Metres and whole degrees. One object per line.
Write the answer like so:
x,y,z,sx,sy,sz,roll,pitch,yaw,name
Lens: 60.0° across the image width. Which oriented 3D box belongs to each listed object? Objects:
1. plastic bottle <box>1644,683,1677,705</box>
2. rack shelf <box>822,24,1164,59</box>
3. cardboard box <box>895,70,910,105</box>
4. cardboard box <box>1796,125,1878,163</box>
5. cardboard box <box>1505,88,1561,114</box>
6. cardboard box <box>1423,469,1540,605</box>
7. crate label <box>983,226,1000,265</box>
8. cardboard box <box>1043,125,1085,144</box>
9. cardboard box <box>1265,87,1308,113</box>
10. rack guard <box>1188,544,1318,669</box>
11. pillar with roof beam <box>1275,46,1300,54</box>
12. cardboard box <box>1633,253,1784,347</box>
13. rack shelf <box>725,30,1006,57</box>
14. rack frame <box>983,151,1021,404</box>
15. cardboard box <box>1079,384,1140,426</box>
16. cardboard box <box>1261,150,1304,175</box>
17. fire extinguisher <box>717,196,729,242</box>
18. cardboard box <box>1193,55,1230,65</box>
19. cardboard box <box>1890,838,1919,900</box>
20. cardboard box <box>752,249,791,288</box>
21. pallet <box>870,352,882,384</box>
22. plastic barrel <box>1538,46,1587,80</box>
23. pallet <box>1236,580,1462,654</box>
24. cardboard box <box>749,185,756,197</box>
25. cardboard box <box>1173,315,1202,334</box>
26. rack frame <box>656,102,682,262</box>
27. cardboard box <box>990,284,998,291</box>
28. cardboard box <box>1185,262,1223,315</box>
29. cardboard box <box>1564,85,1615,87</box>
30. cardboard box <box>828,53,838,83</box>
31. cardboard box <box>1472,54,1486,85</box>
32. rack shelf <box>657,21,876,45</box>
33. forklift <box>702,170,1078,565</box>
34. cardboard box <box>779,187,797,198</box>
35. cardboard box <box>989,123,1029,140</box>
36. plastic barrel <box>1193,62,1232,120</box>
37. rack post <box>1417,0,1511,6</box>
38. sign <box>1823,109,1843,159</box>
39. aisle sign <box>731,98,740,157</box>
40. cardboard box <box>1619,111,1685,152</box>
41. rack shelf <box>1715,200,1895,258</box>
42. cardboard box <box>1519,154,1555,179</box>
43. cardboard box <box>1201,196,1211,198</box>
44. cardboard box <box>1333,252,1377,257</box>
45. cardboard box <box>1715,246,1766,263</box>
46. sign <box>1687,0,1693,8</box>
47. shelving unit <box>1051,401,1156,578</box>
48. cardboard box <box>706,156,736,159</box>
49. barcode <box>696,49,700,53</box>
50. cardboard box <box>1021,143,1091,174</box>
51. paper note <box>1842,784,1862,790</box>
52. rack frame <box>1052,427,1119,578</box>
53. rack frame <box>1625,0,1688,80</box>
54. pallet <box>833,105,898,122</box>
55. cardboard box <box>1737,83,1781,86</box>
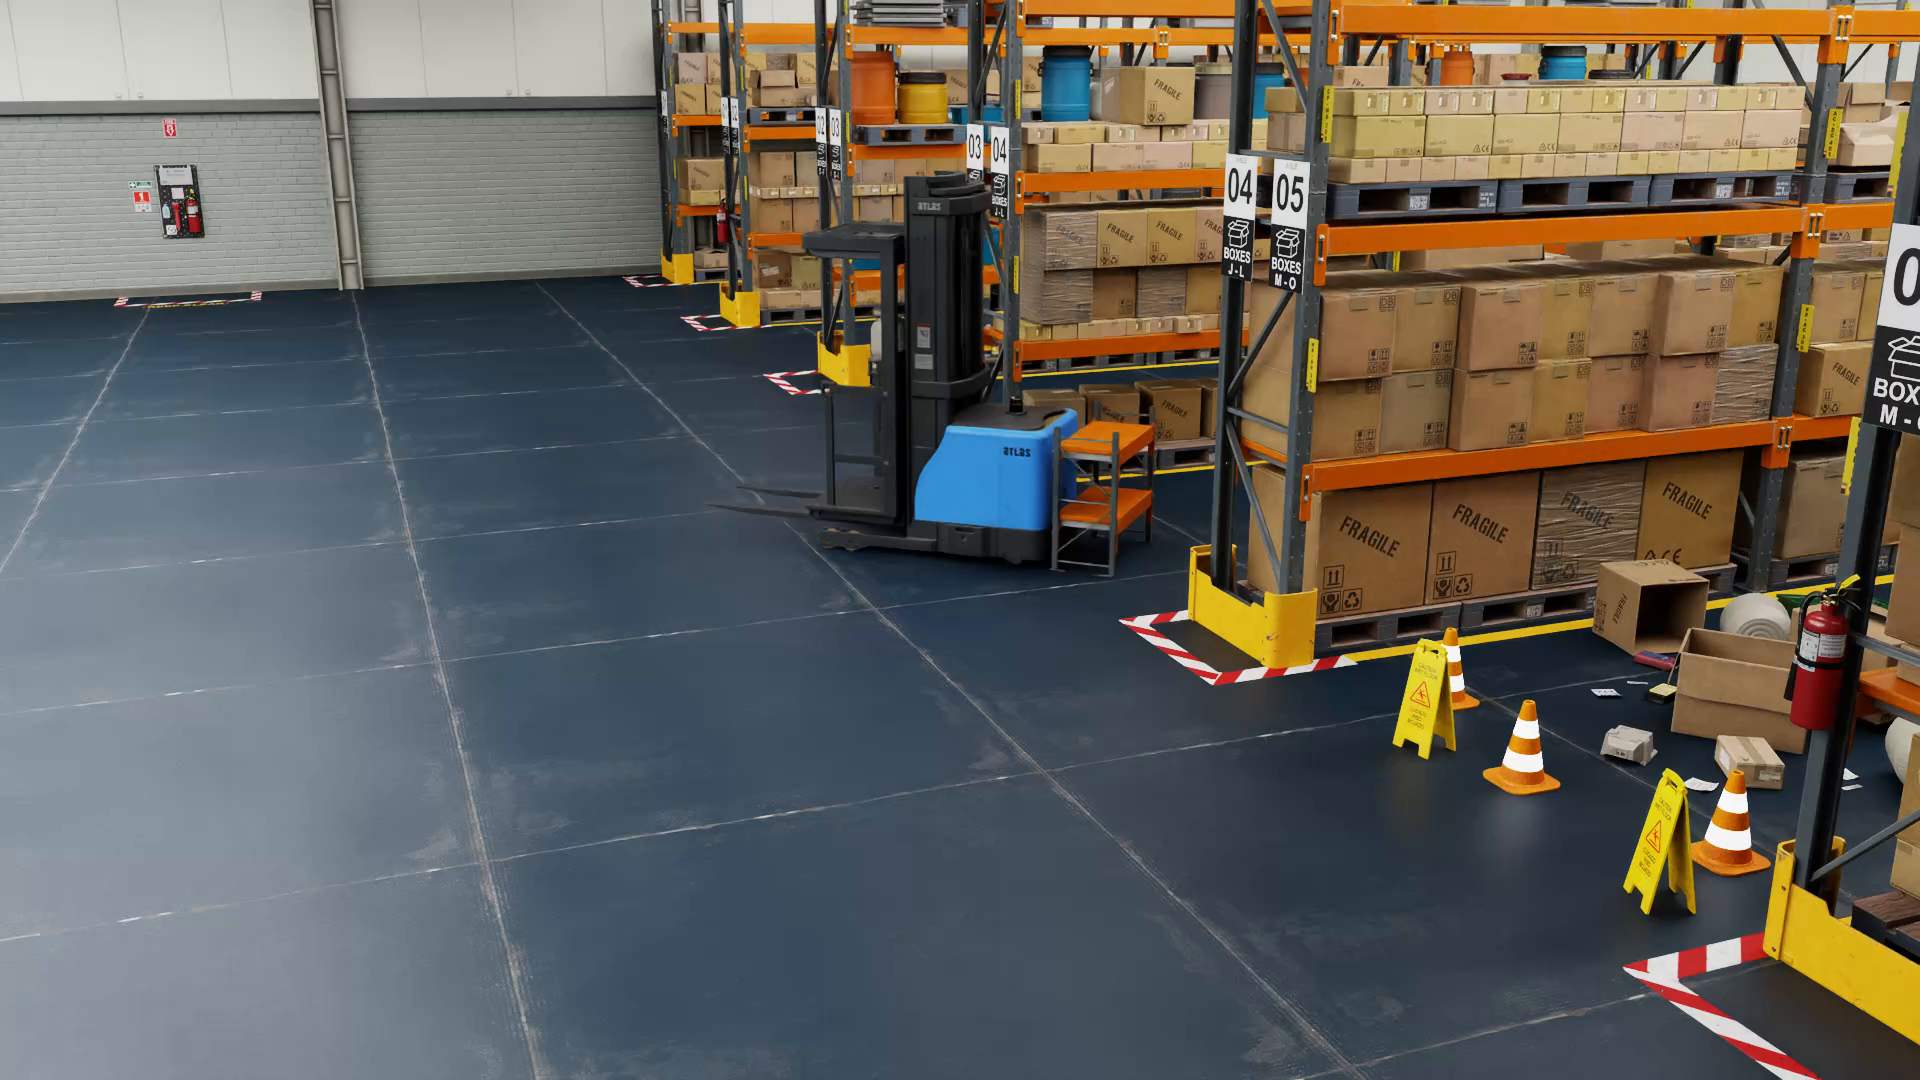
4.362,0.942,10.281,0.283,0.061,0.133,-14,21,-39,plastic bottle
0.398,-5.934,19.821,4.000,0.370,1.077,-6,17,-20,rack shelf
-1.086,-6.722,24.666,0.637,0.503,0.797,-4,17,-14,cardboard box
6.321,-2.906,12.190,0.500,0.250,0.500,-6,17,-19,cardboard box
3.596,-2.801,10.597,0.250,0.149,0.380,-6,18,-21,cardboard box
3.414,-0.130,11.741,0.875,0.875,0.875,-6,18,-21,cardboard box
0.152,-3.665,20.691,0.616,0.435,0.502,-6,17,-20,crate label
0.919,-3.614,14.816,0.250,0.149,0.380,-6,17,-19,cardboard box
2.176,-2.847,10.752,0.250,0.149,0.380,-6,17,-20,cardboard box
1.961,0.429,11.249,0.348,0.500,1.175,-6,17,-20,rack guard
8.076,-9.251,29.131,0.400,9.000,9.100,-6,17,-20,pillar with roof beam
5.362,-1.738,12.009,0.550,0.550,0.875,-6,17,-20,cardboard box
-1.371,-7.238,24.260,4.000,0.370,1.077,-6,17,-20,rack shelf
0.303,-2.088,15.384,0.127,3.000,1.000,-6,17,-20,rack frame
1.438,-1.218,16.112,0.500,0.500,0.500,-2,16,-6,cardboard box
2.172,-2.463,10.863,0.250,0.149,0.380,-6,17,-20,cardboard box
-3.515,-4.768,24.647,0.183,0.674,0.296,-6,17,-20,fire extinguisher
4.812,-9.152,31.826,0.500,0.250,0.500,-7,18,-22,cardboard box
4.530,1.483,7.360,0.500,0.250,0.500,-6,17,-20,cardboard box
-2.844,-4.069,24.934,0.500,0.500,0.500,-6,17,-20,cardboard box
-0.655,-2.153,20.557,1.213,0.211,1.003,-6,17,-20,pallet
8.197,-6.270,22.666,0.708,0.901,0.600,-6,17,-20,plastic barrel
2.702,0.464,11.643,1.213,0.211,1.003,-6,17,-20,pallet
-2.950,-5.142,24.457,0.250,0.149,0.380,-6,18,-21,cardboard box
2.090,-2.059,15.732,0.250,0.149,0.380,-6,17,-20,cardboard box
-5.015,-5.997,28.698,0.127,3.000,1.000,-6,17,-20,rack frame
0.780,-4.098,26.364,0.500,0.250,0.500,-6,18,-21,cardboard box
2.204,-2.495,16.065,0.500,0.500,0.875,-6,17,-20,cardboard box
4.305,-3.076,11.533,0.250,0.149,0.380,-6,17,-19,cardboard box
-2.161,-8.197,28.877,0.500,0.500,0.500,-5,17,-17,cardboard box
8.407,-7.930,28.004,0.500,0.500,0.700,-6,17,-20,cardboard box
-3.147,-8.731,28.641,4.000,0.370,1.077,-6,17,-20,rack shelf
-0.614,-1.448,13.326,3.031,2.935,1.130,6,17,18,forklift
-2.549,-5.064,24.190,0.250,0.149,0.380,-7,18,-22,cardboard box
0.450,-3.756,15.301,0.250,0.149,0.380,-6,17,-20,cardboard box
3.274,-5.648,21.295,0.600,0.901,0.600,0,16,0,plastic barrel
6.663,-7.123,22.019,0.937,0.300,0.954,-6,17,-20,rack post
5.918,-2.755,11.275,0.005,0.325,0.100,-6,17,-20,sign
-3.190,-5.855,23.597,0.004,0.787,0.394,-6,17,-20,aisle sign
4.411,-2.717,11.020,0.500,0.250,0.500,-6,18,-21,cardboard box
7.586,-2.472,12.644,4.000,0.370,1.077,-6,17,-20,rack shelf
3.596,-2.418,10.708,0.250,0.149,0.380,-6,18,-20,cardboard box
3.877,-5.433,26.934,0.500,0.311,0.500,-5,17,-17,cardboard box
3.716,-3.044,16.159,0.500,0.500,0.500,-6,17,-20,cardboard box
8.324,-2.920,18.039,0.500,0.500,0.500,-6,17,-18,cardboard box
9.931,-7.234,22.632,0.005,0.325,0.100,-6,17,-20,sign
1.133,-0.417,13.020,0.538,1.125,1.048,6,18,21,shelving unit
-4.177,-6.446,29.127,0.500,0.500,0.500,-6,17,-19,cardboard box
-4.530,-8.455,28.727,0.075,0.075,0.001,-6,17,-20,barcode
0.845,-3.436,14.916,0.500,0.250,0.500,-6,17,-18,cardboard box
4.835,1.341,9.015,0.123,0.001,0.032,-6,17,-20,paper note
0.944,-0.284,12.567,0.500,1.125,0.032,6,18,21,rack frame
9.736,-7.479,23.096,0.127,3.000,1.000,-6,17,-20,rack frame
-1.428,-6.280,24.493,1.213,0.211,1.003,-6,17,-20,pallet
8.317,-4.665,17.908,0.637,0.503,0.797,-5,17,-17,cardboard box
